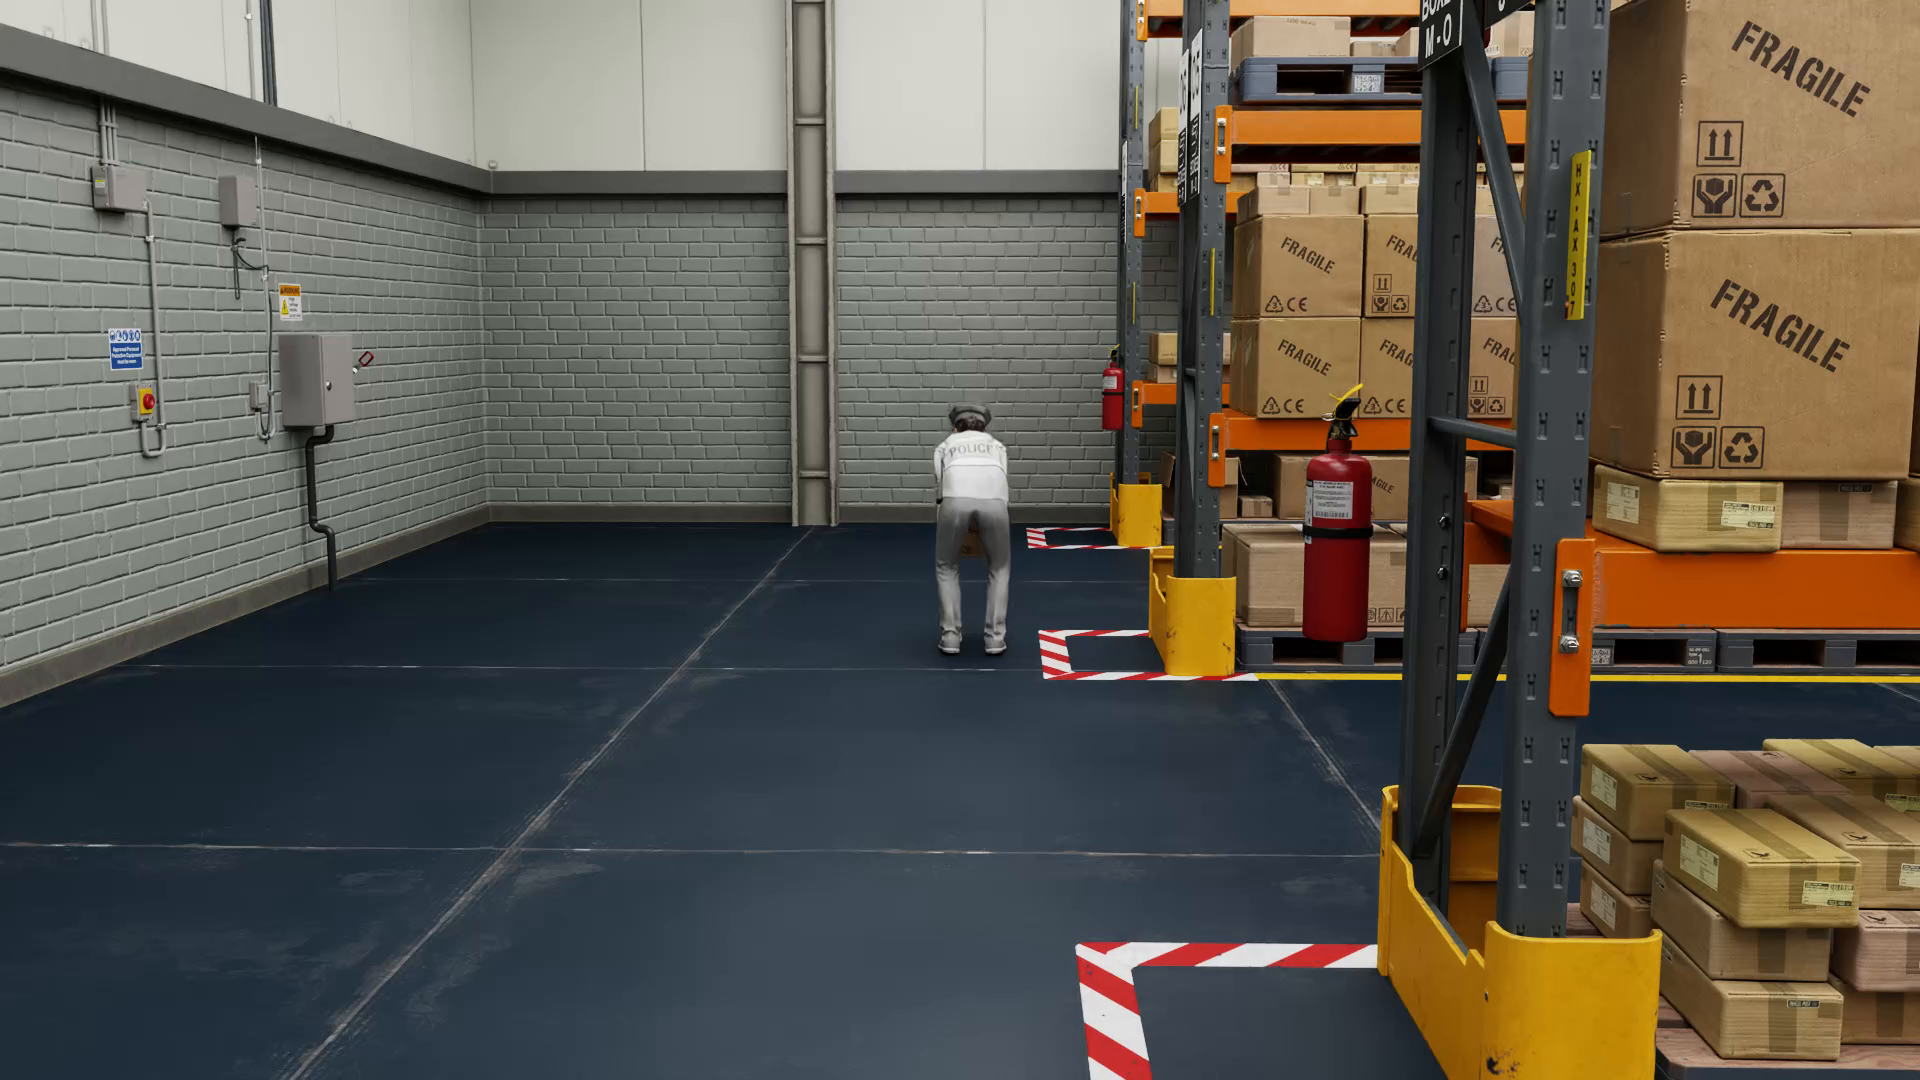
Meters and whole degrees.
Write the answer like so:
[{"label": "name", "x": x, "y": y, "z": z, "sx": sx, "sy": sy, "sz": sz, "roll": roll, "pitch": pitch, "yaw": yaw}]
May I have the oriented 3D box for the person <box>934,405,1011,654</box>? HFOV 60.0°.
[{"label": "person", "x": 0.065, "y": -0.071, "z": 9.174, "sx": 0.417, "sy": 1.326, "sz": 0.866, "roll": 0, "pitch": 7, "yaw": -1}]
